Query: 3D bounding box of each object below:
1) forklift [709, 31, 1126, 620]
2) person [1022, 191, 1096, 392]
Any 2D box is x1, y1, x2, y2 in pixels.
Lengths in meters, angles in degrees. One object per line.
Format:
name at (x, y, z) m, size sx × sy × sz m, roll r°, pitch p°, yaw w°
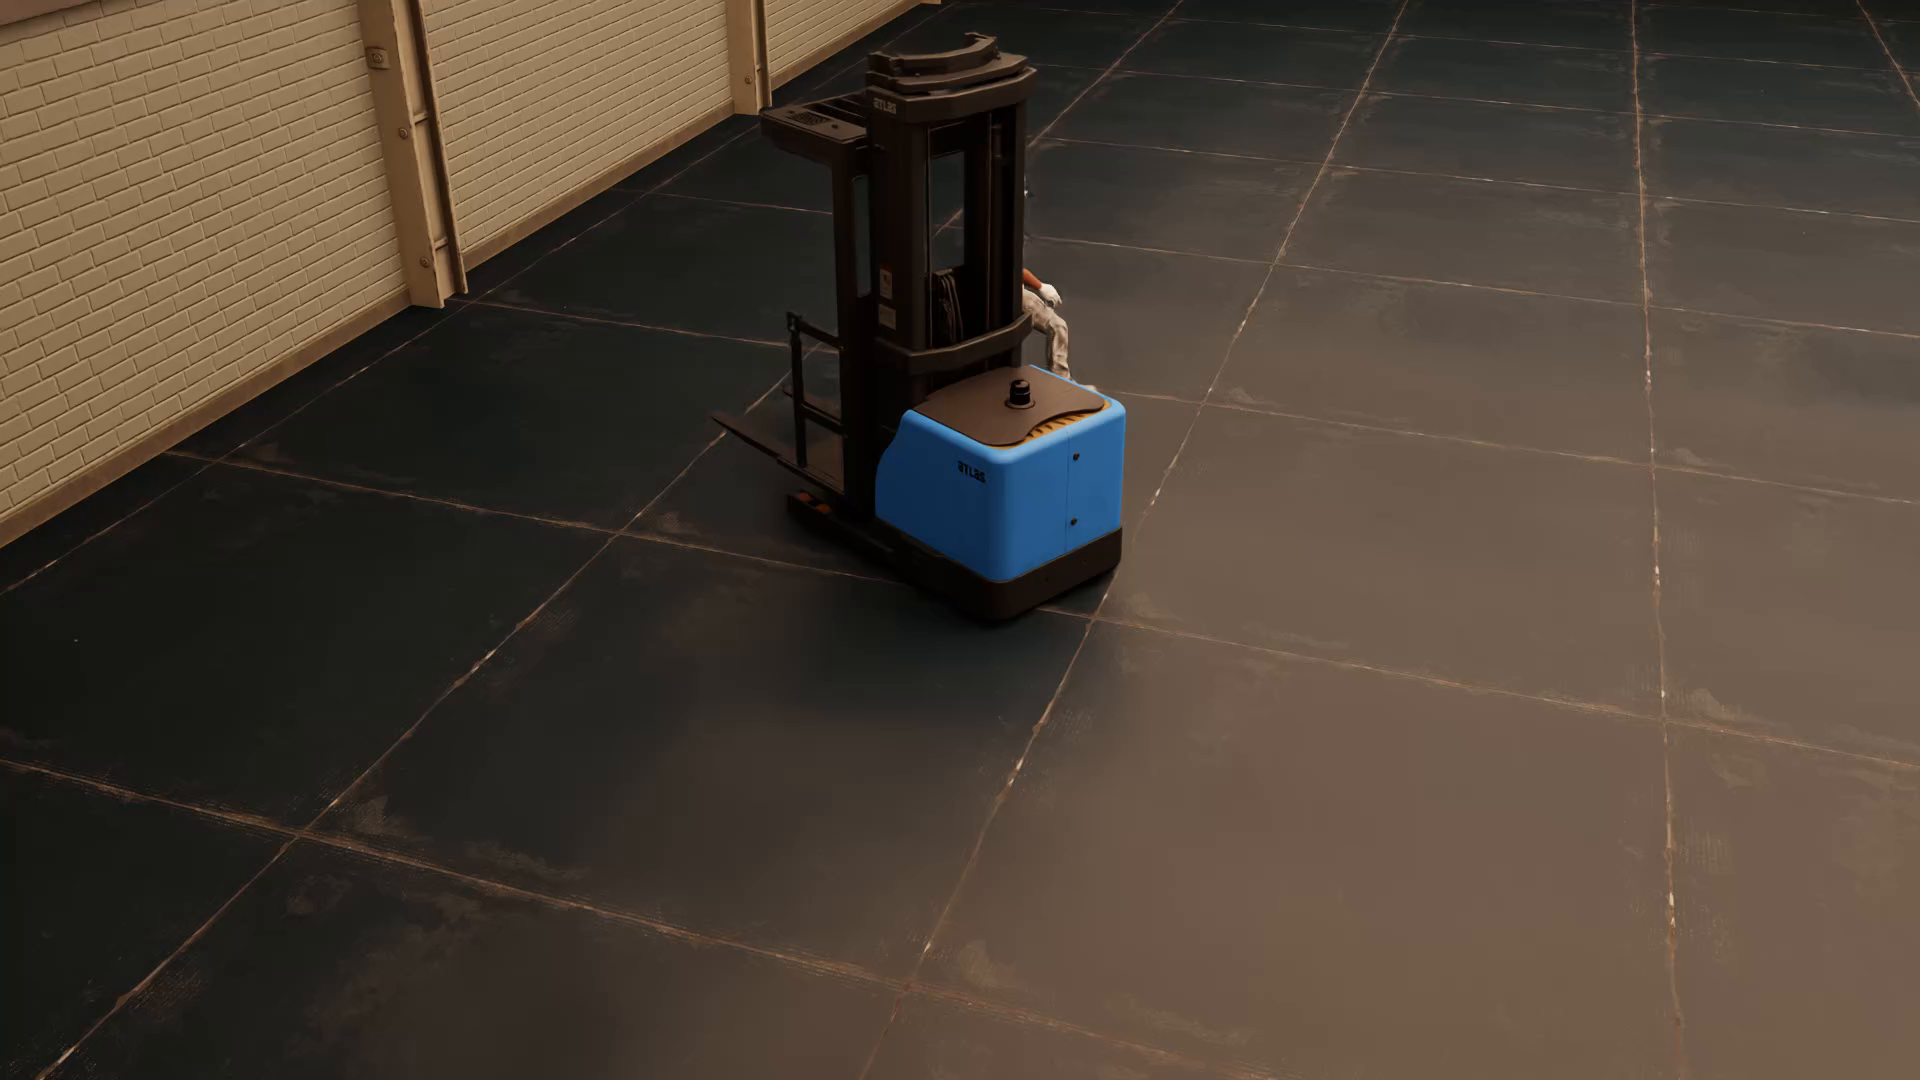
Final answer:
forklift at (-0.420, -1.479, 9.731) m, size 1.130 × 2.935 × 3.031 m, roll -24°, pitch 38°, yaw -36°
person at (0.354, -1.815, 11.712) m, size 0.952 × 1.635 × 1.051 m, roll -11°, pitch 31°, yaw -18°
